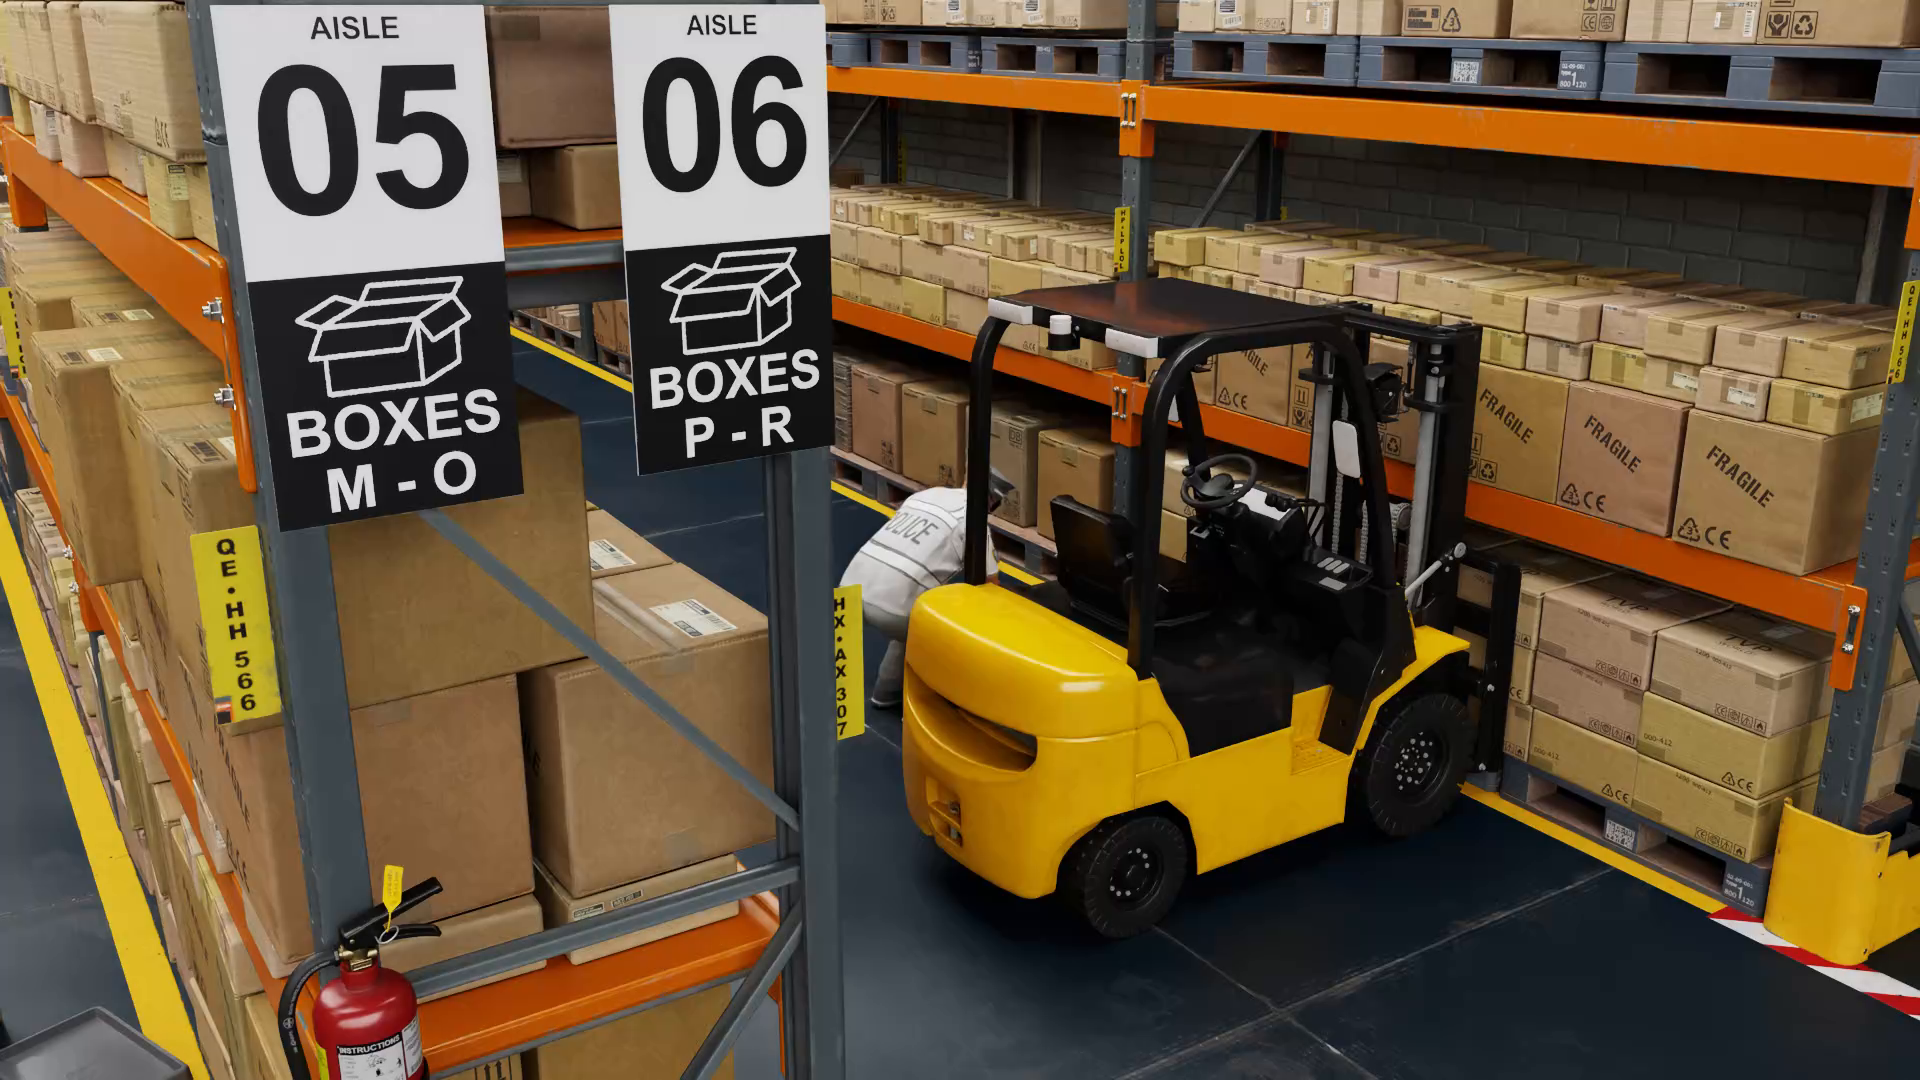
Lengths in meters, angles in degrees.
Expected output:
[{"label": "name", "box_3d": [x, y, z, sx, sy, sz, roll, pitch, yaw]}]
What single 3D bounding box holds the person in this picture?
[{"label": "person", "box_3d": [-0.130, 0.235, 7.802, 0.916, 1.150, 0.577, -11, 21, -32]}]
